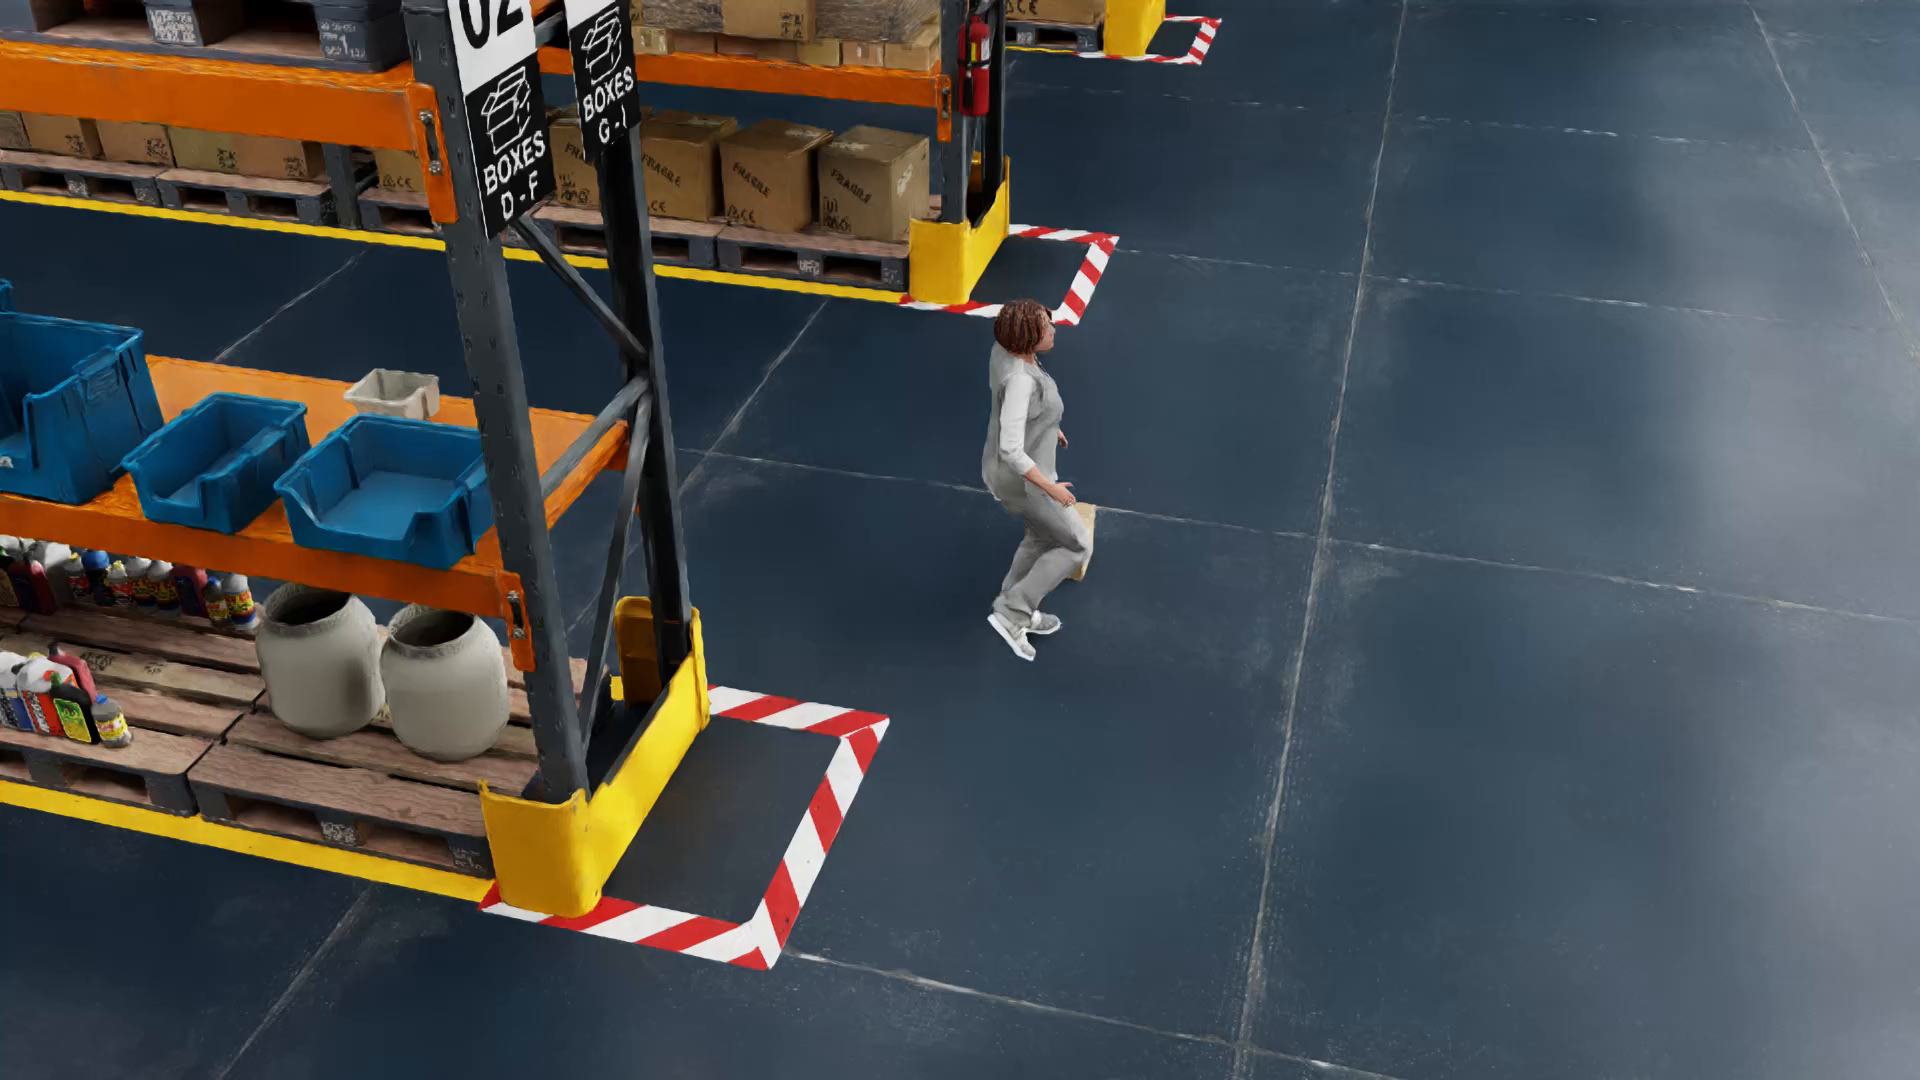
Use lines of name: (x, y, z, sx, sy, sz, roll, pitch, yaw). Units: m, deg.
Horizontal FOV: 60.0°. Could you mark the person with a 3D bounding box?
person: (0.277, -0.254, 6.568, 0.454, 1.566, 0.594, -8, 34, -12)
